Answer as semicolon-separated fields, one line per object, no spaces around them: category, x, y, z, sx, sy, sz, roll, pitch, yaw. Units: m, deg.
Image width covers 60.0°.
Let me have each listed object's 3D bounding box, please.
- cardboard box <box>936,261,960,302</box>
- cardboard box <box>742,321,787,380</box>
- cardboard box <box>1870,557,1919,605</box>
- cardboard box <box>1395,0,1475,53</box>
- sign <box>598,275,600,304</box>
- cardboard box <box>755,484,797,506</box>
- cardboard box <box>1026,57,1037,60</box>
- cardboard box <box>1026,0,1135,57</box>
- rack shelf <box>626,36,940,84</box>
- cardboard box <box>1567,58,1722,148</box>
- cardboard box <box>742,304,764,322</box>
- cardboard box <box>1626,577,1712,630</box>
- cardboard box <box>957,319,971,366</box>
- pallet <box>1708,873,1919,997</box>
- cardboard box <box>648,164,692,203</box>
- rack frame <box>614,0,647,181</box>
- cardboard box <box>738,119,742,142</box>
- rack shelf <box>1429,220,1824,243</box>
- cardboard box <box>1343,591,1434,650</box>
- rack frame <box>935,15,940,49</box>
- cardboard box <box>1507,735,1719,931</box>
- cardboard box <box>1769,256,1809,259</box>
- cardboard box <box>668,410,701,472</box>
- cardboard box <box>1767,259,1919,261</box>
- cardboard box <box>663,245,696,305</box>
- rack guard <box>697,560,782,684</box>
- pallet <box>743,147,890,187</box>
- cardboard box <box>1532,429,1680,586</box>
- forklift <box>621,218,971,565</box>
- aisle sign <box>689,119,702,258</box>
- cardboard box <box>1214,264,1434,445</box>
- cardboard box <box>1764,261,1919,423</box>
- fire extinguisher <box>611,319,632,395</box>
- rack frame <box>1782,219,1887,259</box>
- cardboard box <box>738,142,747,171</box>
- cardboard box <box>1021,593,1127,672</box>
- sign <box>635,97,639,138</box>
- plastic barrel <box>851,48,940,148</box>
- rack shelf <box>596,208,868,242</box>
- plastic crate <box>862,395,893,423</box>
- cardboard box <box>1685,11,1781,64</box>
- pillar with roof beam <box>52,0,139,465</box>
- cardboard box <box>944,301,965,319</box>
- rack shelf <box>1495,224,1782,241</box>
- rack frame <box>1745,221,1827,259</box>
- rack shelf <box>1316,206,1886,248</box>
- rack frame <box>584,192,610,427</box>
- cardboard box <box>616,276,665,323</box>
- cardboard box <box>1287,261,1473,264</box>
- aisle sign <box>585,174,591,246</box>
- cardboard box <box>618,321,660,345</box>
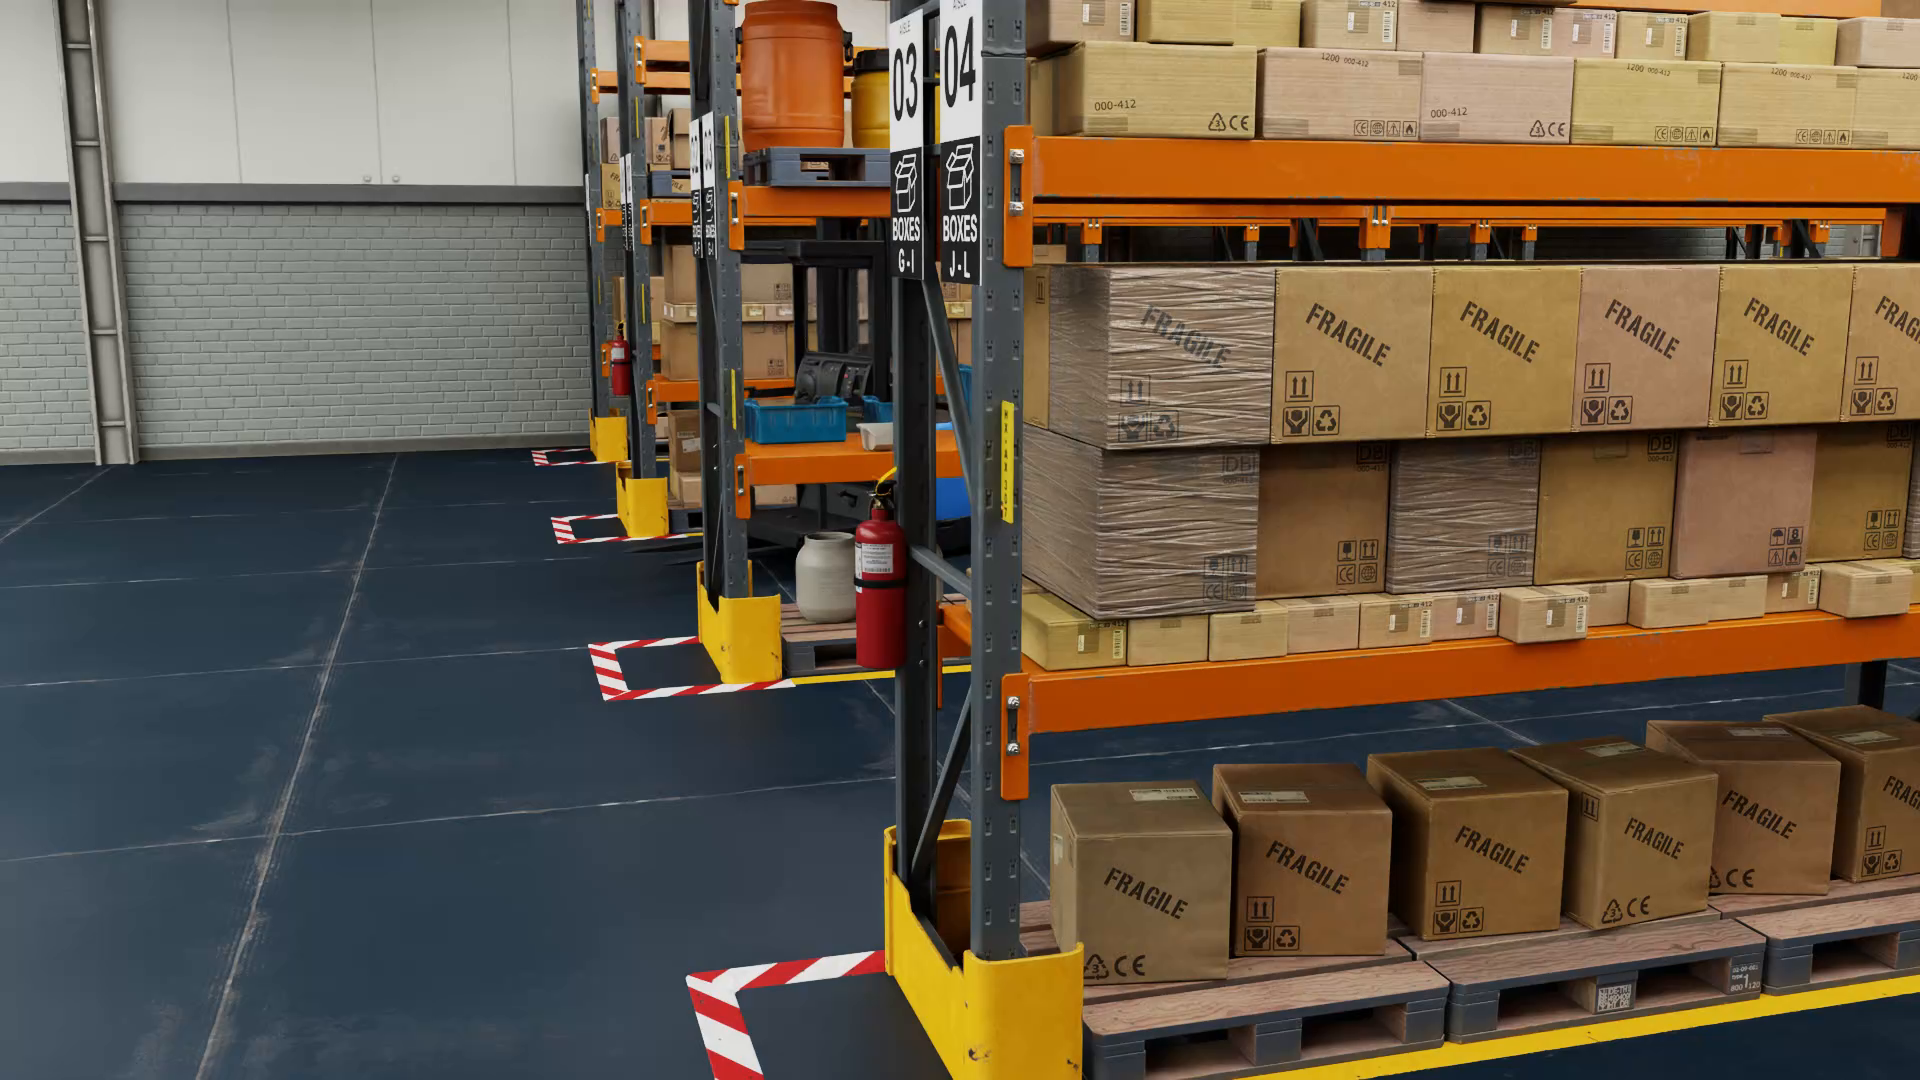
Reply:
cardboard box;-0.339;-2.418;15.039;0.500;0.500;0.700;-3;11;-16
cardboard box;-1.834;-1.701;14.728;0.500;0.500;0.700;-3;11;-14
cardboard box;3.193;0.115;5.830;0.250;0.149;0.380;-3;11;-16
cardboard box;1.305;-1.496;4.916;0.250;0.149;0.380;-3;11;-16
sign;-4.025;-2.796;18.557;0.005;0.325;0.100;-3;11;-16
cardboard box;-1.733;-0.472;14.761;0.500;0.250;0.500;-3;11;-16
cardboard box;0.156;-1.547;5.193;0.250;0.149;0.380;-3;11;-16
cardboard box;0.305;-1.452;4.679;0.250;0.149;0.380;-3;11;-16
rack shelf;-0.869;-4.105;14.579;4.000;0.370;1.077;-3;11;-16
cardboard box;1.980;-1.341;5.174;0.500;0.250;0.500;-3;11;-14
cardboard box;-1.859;-1.980;14.451;0.250;0.149;0.380;-3;11;-16
cardboard box;2.248;0.175;5.503;0.250;0.149;0.380;-3;11;-16
cardboard box;0.123;-1.804;15.283;0.500;0.500;0.700;-3;11;-17
pallet;3.182;1.328;6.250;1.213;0.211;1.003;-3;11;-16
cardboard box;-3.261;-3.993;18.835;0.500;0.500;0.500;-2;11;-12
rack frame;-2.789;-4.554;13.928;0.127;3.000;1.000;-3;11;-16
cardboard box;-2.755;-4.512;18.893;0.500;0.500;0.500;-3;11;-14
rack shelf;6.812;-3.231;17.014;4.000;0.370;1.077;-3;11;-16
cardboard box;1.282;0.222;5.248;0.250;0.149;0.380;-3;11;-16
rack frame;-0.337;-5.617;19.704;0.127;3.000;1.000;-3;11;-16
cardboard box;2.300;1.028;5.922;0.500;0.500;0.500;-4;11;-21
cardboard box;9.146;-2.822;18.054;0.500;0.500;0.500;-3;11;-16
cardboard box;-2.357;-0.905;15.043;0.500;0.500;0.500;-3;11;-16
cardboard box;3.314;-0.792;6.206;0.500;0.500;0.500;-3;11;-16
cardboard box;-2.286;-2.315;14.476;0.500;0.500;0.700;-3;11;-16
rack guard;-1.348;0.475;10.085;0.348;0.500;1.175;-3;11;-16
pallet;-0.586;-2.149;9.674;1.213;0.211;1.003;-3;11;-16
cardboard box;1.934;-0.187;5.679;0.500;0.500;0.875;-3;11;-16
forklift;-1.144;-1.268;12.838;3.031;2.935;1.130;-9;13;-39
aisle sign;-1.560;-2.069;9.818;0.004;0.787;0.394;-3;11;-16
cardboard box;1.063;-0.573;5.014;0.500;0.500;0.500;-3;11;-16
cardboard box;2.982;-0.675;5.567;0.500;0.500;0.500;-3;11;-16
fire extinguisher;-3.032;-1.640;14.885;0.183;0.674;0.296;-3;11;-16
rack frame;6.273;-1.147;11.992;0.127;3.000;1.000;-3;11;-16
cardboard box;-1.757;-3.384;14.728;0.500;0.250;0.500;-3;11;-16
cardboard box;0.317;0.269;4.992;0.250;0.149;0.380;-3;11;-16
sign;-2.640;-3.451;13.588;0.005;0.325;0.100;-3;11;-16
plastic barrel;-0.349;-2.596;9.900;0.600;0.588;0.600;0;10;0
rack shelf;-2.257;-3.687;19.491;4.000;0.370;1.077;-3;11;-16
plastic crate;-0.386;-0.778;10.400;0.408;0.251;0.499;-3;11;-16
cardboard box;2.322;-1.547;5.192;0.250;0.149;0.380;-2;11;-13
pillar with roof beam;-8.304;-4.549;13.900;0.400;9.000;9.100;-3;11;-16
cardboard box;-0.127;-2.072;14.948;0.250;0.149;0.380;-3;11;-16
rack shelf;9.265;-4.294;22.790;4.000;0.370;1.077;-3;11;-16
rack frame;8.733;-2.211;17.770;0.127;3.000;1.000;-3;11;-16
rack shelf;4.353;-2.167;11.236;4.000;0.370;1.077;-3;11;-16
rack frame;-4.177;-2.464;19.148;0.127;3.000;1.000;-3;11;-16
cardboard box;-3.635;-2.741;18.939;0.500;0.500;0.500;-3;11;-16
cardboard box;1.395;-0.690;5.652;0.500;0.500;0.500;-3;11;-16
aisle sign;-4.162;-3.687;18.610;0.004;0.787;0.394;-3;11;-16
cardboard box;-3.620;-2.370;18.994;0.500;0.250;0.500;-3;11;-18
